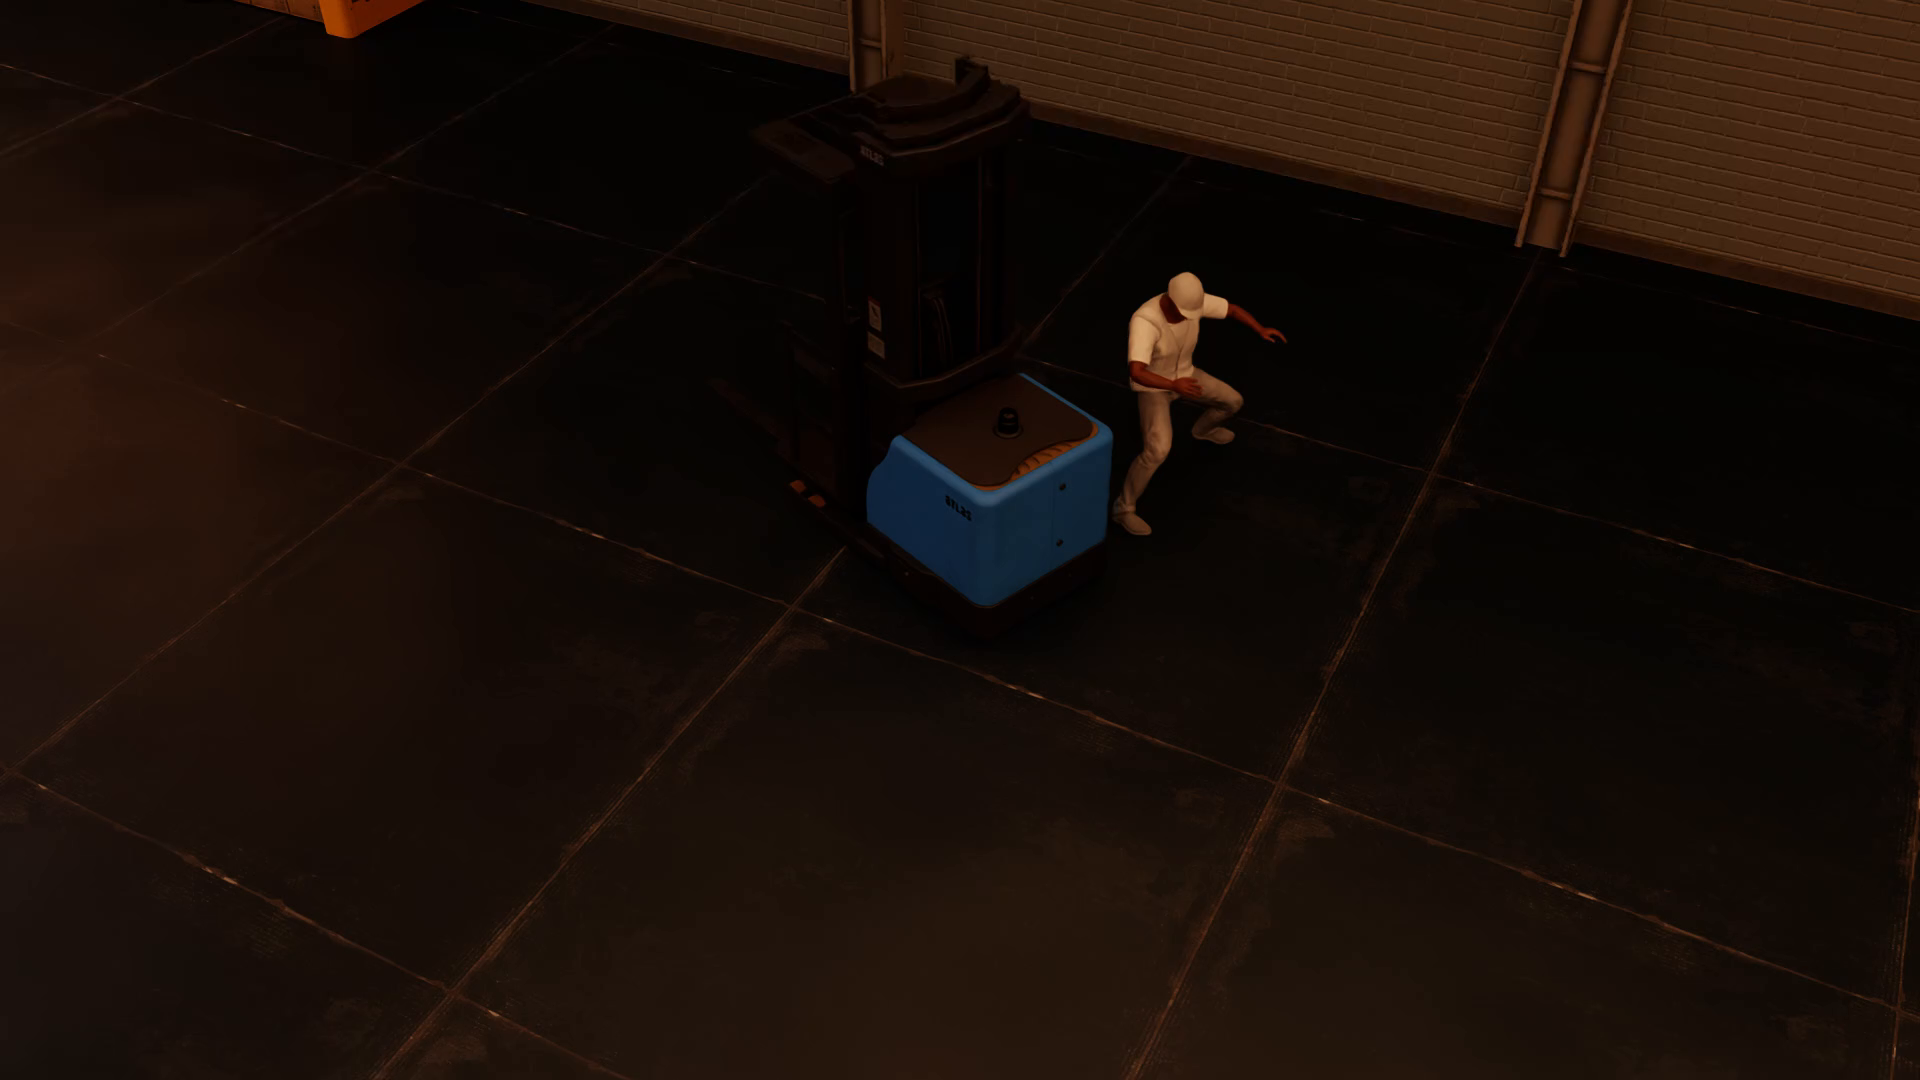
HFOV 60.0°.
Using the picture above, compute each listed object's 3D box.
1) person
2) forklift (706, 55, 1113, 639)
[{"bbox_3d":[1.388,-0.966,10.224,1.196,1.533,0.698,-25,46,-26],"label":"person"},{"bbox_3d":[-0.467,-1.430,9.685,1.130,2.935,3.031,-29,48,-30],"label":"forklift"}]
